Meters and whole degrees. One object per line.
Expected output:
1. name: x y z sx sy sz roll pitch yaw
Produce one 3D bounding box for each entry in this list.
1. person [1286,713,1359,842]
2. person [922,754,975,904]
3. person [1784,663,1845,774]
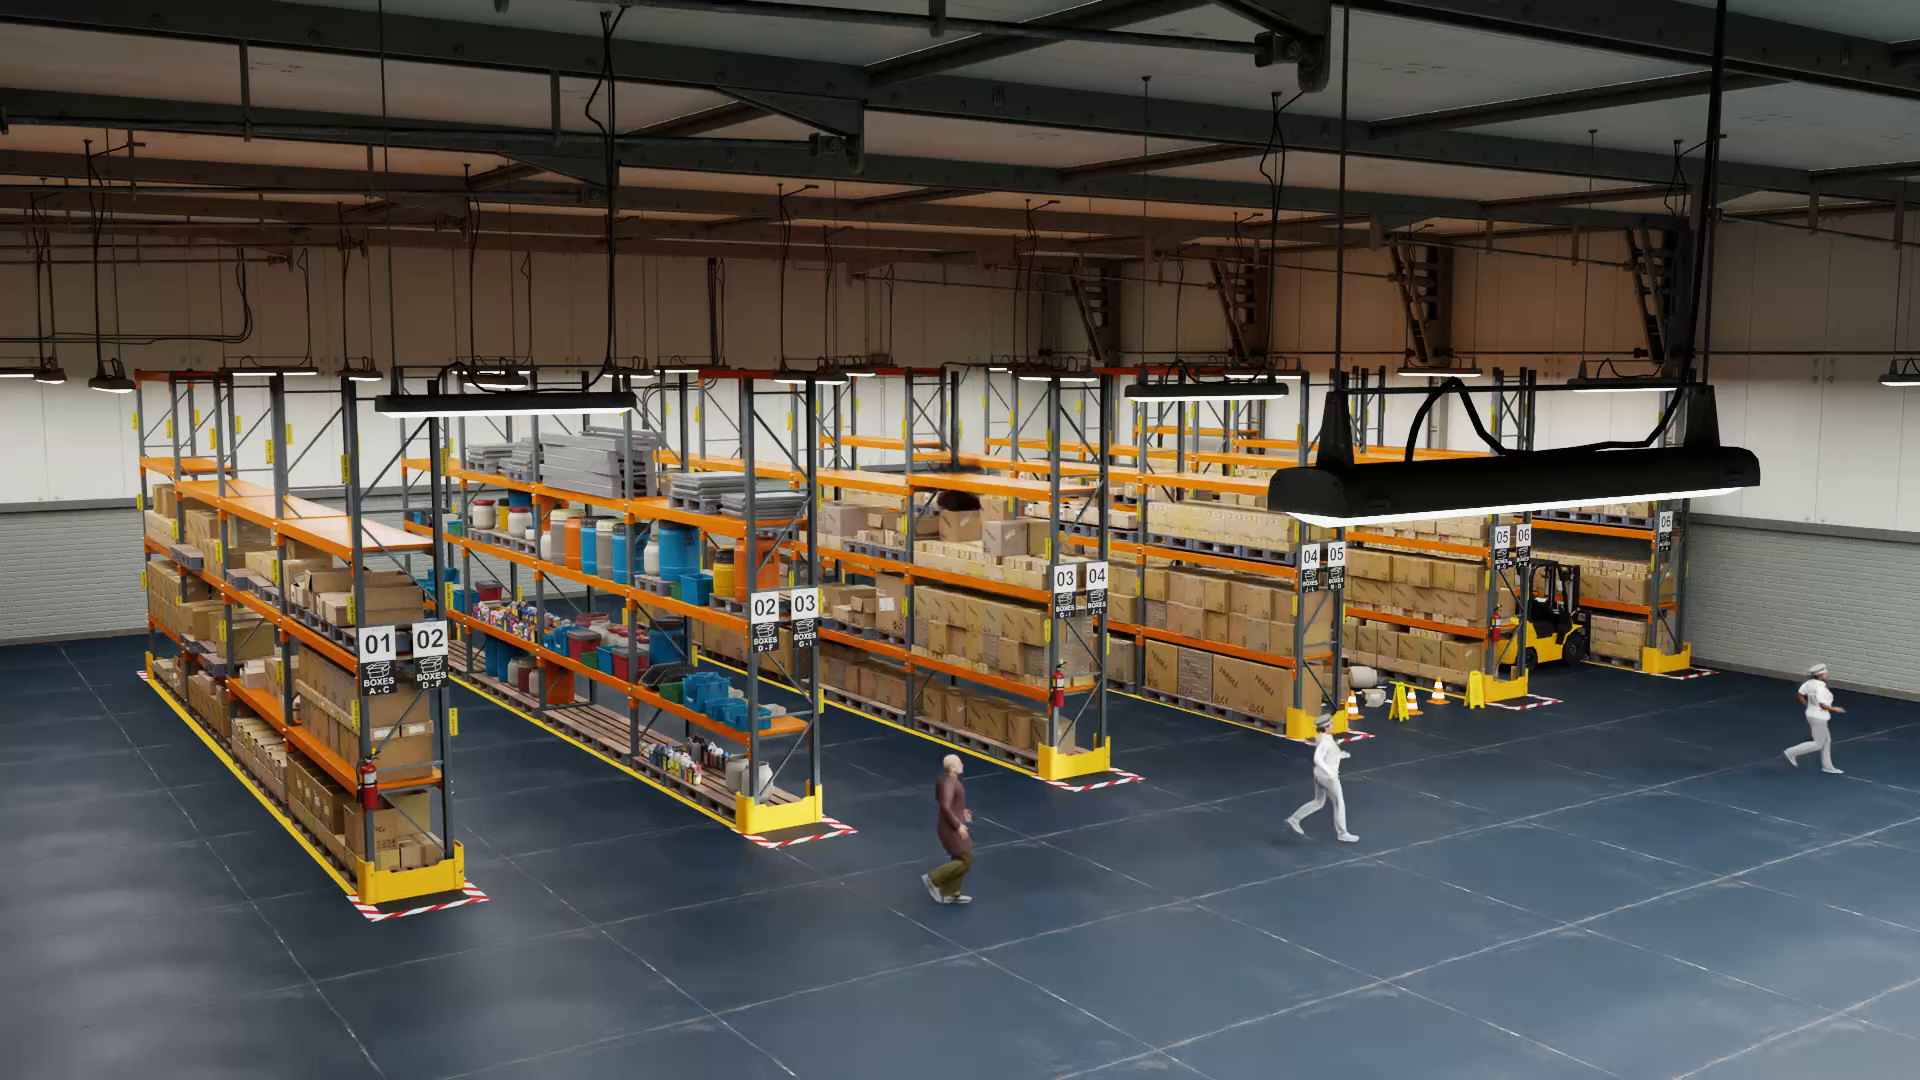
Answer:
1. person: 4.715 3.059 21.456 0.912 1.672 0.618 0 6 -4
2. person: -0.145 3.320 19.091 0.635 1.750 0.731 -1 7 -10
3. person: 12.843 2.680 24.980 0.882 1.685 0.586 1 6 7
